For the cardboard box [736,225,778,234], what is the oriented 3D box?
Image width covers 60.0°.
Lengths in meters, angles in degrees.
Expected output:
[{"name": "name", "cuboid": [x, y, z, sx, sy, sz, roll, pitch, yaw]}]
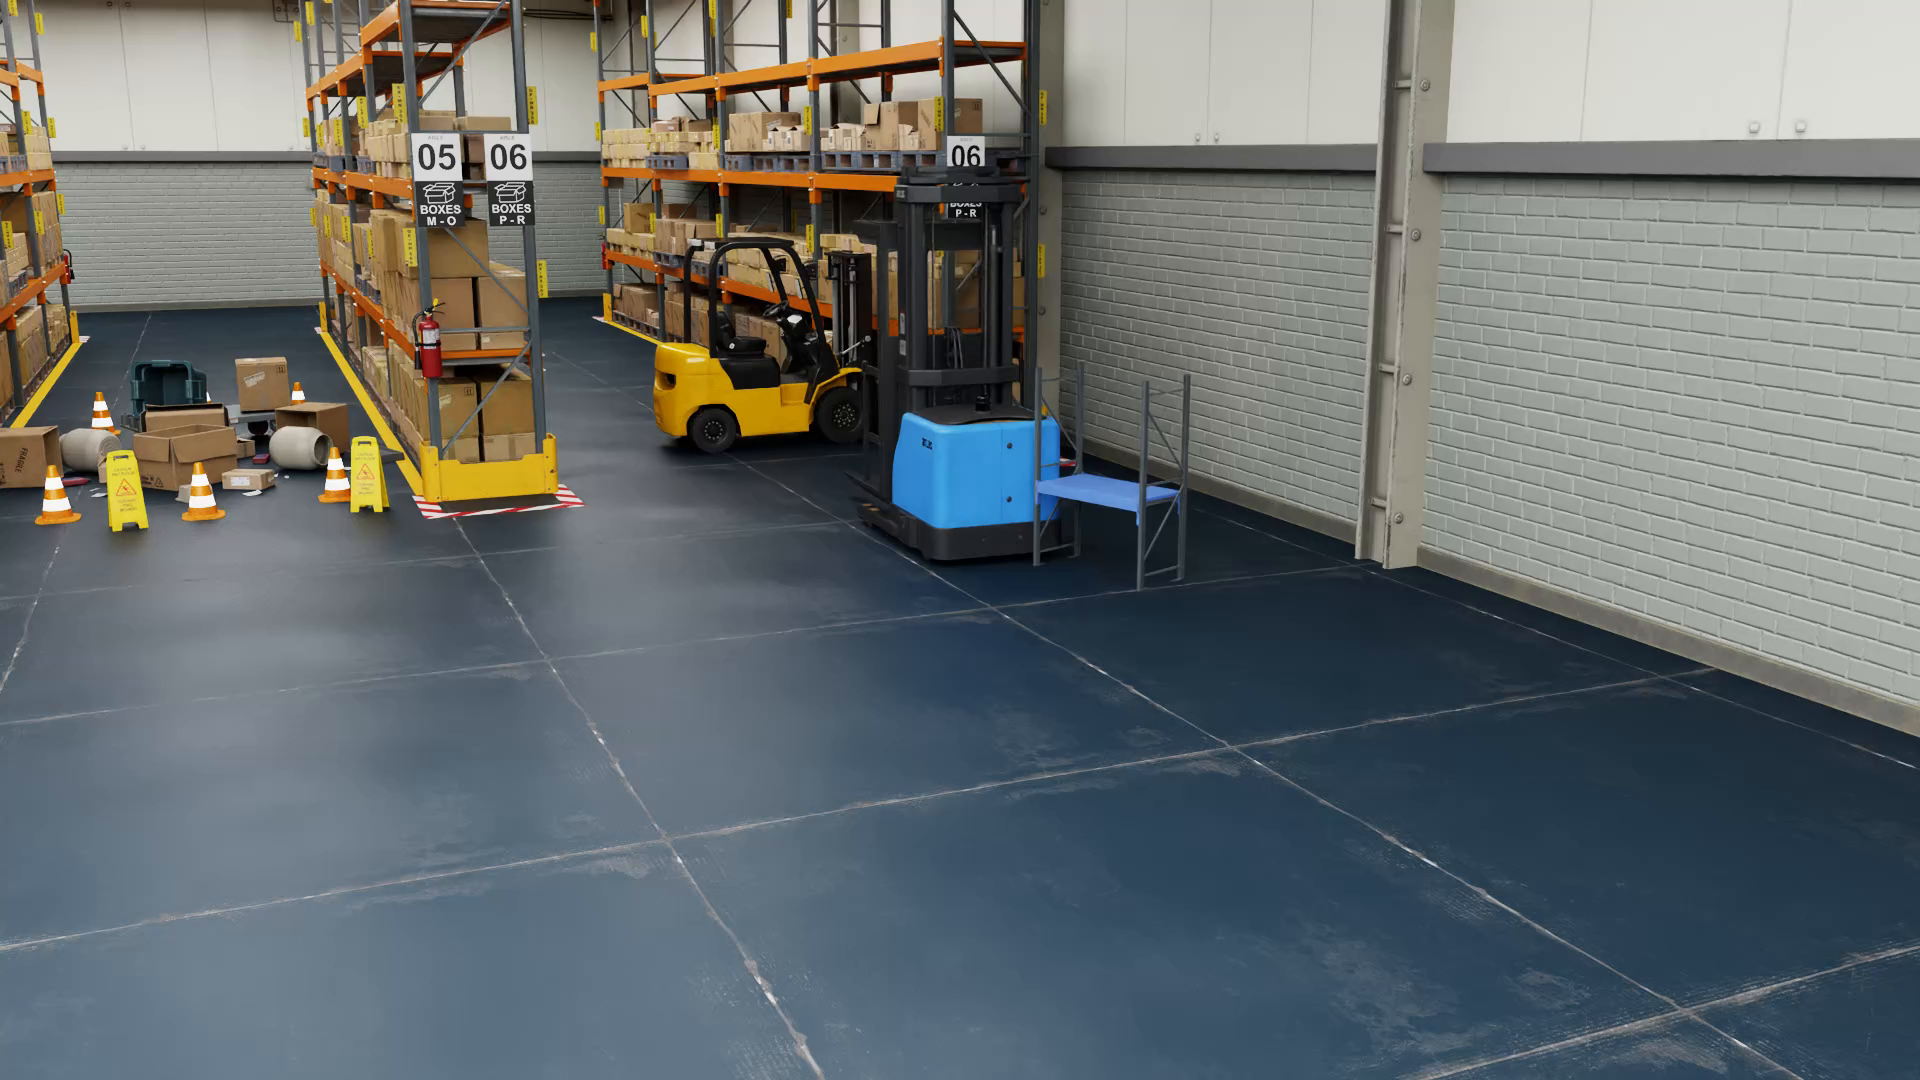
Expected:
[{"name": "cardboard box", "cuboid": [-2.967, -4.340, 24.314, 0.500, 0.500, 0.500, -5, 14, -20]}]

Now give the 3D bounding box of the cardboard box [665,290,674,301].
[{"name": "cardboard box", "cuboid": [-4.606, -3.997, 27.160, 0.380, 0.149, 0.250, -5, 14, -20]}]

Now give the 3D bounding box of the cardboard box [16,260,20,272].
[{"name": "cardboard box", "cuboid": [-12.682, -3.624, 22.003, 0.380, 0.149, 0.250, -5, 14, -21]}]

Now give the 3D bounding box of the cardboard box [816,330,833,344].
[{"name": "cardboard box", "cuboid": [-1.395, -2.363, 19.877, 0.500, 0.250, 0.500, -6, 14, -24]}]

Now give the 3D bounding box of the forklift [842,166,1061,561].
[{"name": "forklift", "cuboid": [-0.223, -1.560, 13.610, 1.130, 2.935, 3.031, -5, 14, -20]}]

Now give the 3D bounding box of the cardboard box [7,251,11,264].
[{"name": "cardboard box", "cuboid": [-12.376, -3.608, 21.273, 0.380, 0.149, 0.250, -6, 14, -23]}]

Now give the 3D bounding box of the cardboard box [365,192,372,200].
[{"name": "cardboard box", "cuboid": [-9.059, -5.335, 25.891, 0.380, 0.149, 0.250, -5, 14, -22]}]

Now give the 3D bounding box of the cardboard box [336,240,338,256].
[{"name": "cardboard box", "cuboid": [-8.900, -4.292, 24.486, 0.500, 0.250, 0.500, -5, 14, -22]}]

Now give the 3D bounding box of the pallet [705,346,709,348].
[{"name": "pallet", "cuboid": [-3.168, -2.765, 24.848, 1.003, 0.211, 1.213, -6, 14, -23]}]

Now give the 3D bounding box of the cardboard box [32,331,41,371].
[{"name": "cardboard box", "cuboid": [-12.614, -2.519, 22.215, 0.500, 0.500, 0.500, -6, 14, -24]}]

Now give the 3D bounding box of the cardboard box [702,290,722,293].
[{"name": "cardboard box", "cuboid": [-3.984, -3.991, 27.136, 0.380, 0.149, 0.250, -6, 14, -23]}]

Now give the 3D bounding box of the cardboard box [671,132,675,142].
[{"name": "cardboard box", "cuboid": [-4.209, -6.168, 25.460, 0.380, 0.149, 0.250, -6, 14, -23]}]

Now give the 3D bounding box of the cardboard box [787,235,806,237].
[{"name": "cardboard box", "cuboid": [-2.137, -4.073, 22.656, 0.380, 0.149, 0.250, -6, 14, -23]}]

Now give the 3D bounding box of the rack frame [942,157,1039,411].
[{"name": "rack frame", "cuboid": [0.301, -2.313, 16.711, 1.000, 3.000, 0.127, -6, 14, -23]}]

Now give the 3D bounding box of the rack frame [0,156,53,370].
[{"name": "rack frame", "cuboid": [-13.548, -3.875, 23.461, 1.000, 3.000, 0.127, -6, 14, -23]}]

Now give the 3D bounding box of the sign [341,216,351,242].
[{"name": "sign", "cuboid": [-7.958, -4.030, 21.562, 0.100, 0.325, 0.005, -6, 14, -23]}]

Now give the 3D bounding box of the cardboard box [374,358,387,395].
[{"name": "cardboard box", "cuboid": [-6.632, -2.014, 20.318, 0.950, 0.372, 0.625, -5, 14, -21]}]

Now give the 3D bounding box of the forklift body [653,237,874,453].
[{"name": "forklift body", "cuboid": [-2.130, -2.126, 17.788, 2.313, 2.155, 1.214, -6, 14, -23]}]

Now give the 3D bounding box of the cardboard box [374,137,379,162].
[{"name": "cardboard box", "cuboid": [-5.708, -4.002, 17.030, 0.500, 0.250, 0.500, -6, 14, -23]}]

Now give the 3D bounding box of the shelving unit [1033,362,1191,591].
[{"name": "shelving unit", "cuboid": [1.094, -0.489, 12.157, 0.538, 1.500, 1.048, -12, 18, -42]}]

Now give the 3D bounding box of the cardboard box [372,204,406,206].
[{"name": "cardboard box", "cuboid": [-8.430, -4.703, 24.599, 0.500, 0.500, 0.500, -5, 14, -22]}]

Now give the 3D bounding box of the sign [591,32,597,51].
[{"name": "sign", "cuboid": [-6.606, -8.986, 29.991, 0.100, 0.325, 0.005, -6, 14, -23]}]

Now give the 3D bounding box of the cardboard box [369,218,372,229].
[{"name": "cardboard box", "cuboid": [-6.659, -3.675, 19.346, 0.380, 0.149, 0.250, -6, 14, -25]}]

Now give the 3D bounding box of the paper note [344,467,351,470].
[{"name": "paper note", "cuboid": [-6.051, -0.710, 16.368, 0.142, 0.019, 0.148, -12, 18, -42]}]

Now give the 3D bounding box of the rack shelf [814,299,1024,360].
[{"name": "rack shelf", "cuboid": [-0.500, -2.376, 18.578, 1.077, 0.370, 4.000, -6, 14, -23]}]

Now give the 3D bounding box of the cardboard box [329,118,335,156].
[{"name": "cardboard box", "cuboid": [-8.422, -5.569, 22.975, 0.500, 0.500, 0.500, -5, 14, -22]}]

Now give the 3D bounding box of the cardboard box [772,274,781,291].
[{"name": "cardboard box", "cuboid": [-2.120, -3.355, 21.548, 0.500, 0.250, 0.500, -6, 14, -23]}]

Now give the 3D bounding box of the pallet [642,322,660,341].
[{"name": "pallet", "cuboid": [-4.780, -3.576, 28.351, 1.003, 0.211, 1.213, -6, 14, -23]}]

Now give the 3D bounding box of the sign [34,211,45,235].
[{"name": "sign", "cuboid": [-13.041, -4.490, 23.550, 0.100, 0.325, 0.005, -6, 14, -23]}]

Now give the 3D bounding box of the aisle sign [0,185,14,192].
[{"name": "aisle sign", "cuboid": [-15.454, -5.956, 26.686, 0.394, 0.787, 0.004, -6, 14, -23]}]

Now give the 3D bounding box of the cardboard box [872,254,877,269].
[{"name": "cardboard box", "cuboid": [-0.814, -3.093, 18.422, 0.380, 0.149, 0.250, -6, 14, -24]}]

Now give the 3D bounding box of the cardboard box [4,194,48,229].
[{"name": "cardboard box", "cuboid": [-13.900, -4.884, 24.720, 0.500, 0.500, 0.500, -5, 14, -22]}]

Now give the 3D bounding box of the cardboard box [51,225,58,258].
[{"name": "cardboard box", "cuboid": [-14.321, -4.615, 25.775, 0.500, 0.500, 0.500, -6, 14, -23]}]

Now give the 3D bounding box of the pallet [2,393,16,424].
[{"name": "pallet", "cuboid": [-11.699, -1.520, 19.471, 1.003, 0.211, 1.213, -6, 14, -23]}]

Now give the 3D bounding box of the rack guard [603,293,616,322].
[{"name": "rack guard", "cuboid": [-6.078, -4.385, 31.208, 1.175, 0.500, 0.348, -6, 14, -23]}]

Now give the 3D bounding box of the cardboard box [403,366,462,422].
[{"name": "cardboard box", "cuboid": [-5.213, -1.449, 16.480, 0.500, 0.500, 0.500, -6, 14, -24]}]

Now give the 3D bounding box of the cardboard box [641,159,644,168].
[{"name": "cardboard box", "cuboid": [-5.116, -6.286, 27.782, 0.380, 0.149, 0.250, -5, 14, -21]}]

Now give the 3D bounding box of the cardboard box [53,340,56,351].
[{"name": "cardboard box", "cuboid": [-13.506, -2.850, 24.423, 0.380, 0.149, 0.250, -5, 14, -21]}]

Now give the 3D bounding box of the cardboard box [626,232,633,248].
[{"name": "cardboard box", "cuboid": [-5.541, -5.260, 29.118, 0.500, 0.250, 0.500, -6, 14, -24]}]

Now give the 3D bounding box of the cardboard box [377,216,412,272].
[{"name": "cardboard box", "cuboid": [-5.145, -2.832, 15.854, 0.700, 0.500, 0.500, -6, 14, -24]}]

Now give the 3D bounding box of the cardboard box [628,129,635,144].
[{"name": "cardboard box", "cuboid": [-5.335, -6.861, 28.274, 0.500, 0.250, 0.500, -5, 14, -22]}]

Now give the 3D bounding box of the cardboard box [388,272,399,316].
[{"name": "cardboard box", "cuboid": [-5.516, -2.561, 16.903, 0.500, 0.500, 0.500, -6, 14, -23]}]

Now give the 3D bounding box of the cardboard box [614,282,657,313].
[{"name": "cardboard box", "cuboid": [-5.950, -4.472, 30.645, 0.797, 0.503, 0.637, -6, 14, -25]}]

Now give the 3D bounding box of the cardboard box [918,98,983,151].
[{"name": "cardboard box", "cuboid": [-0.100, -4.146, 16.603, 0.500, 0.500, 0.500, -5, 14, -21]}]

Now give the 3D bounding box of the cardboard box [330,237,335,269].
[{"name": "cardboard box", "cuboid": [-9.473, -4.465, 25.786, 0.500, 0.500, 0.500, -5, 14, -22]}]

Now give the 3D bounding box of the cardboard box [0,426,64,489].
[{"name": "cardboard box", "cuboid": [-8.781, -0.778, 15.616, 0.500, 0.500, 0.500, -3, 13, -13]}]

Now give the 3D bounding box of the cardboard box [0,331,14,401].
[{"name": "cardboard box", "cuboid": [-11.784, -2.023, 19.518, 1.050, 0.750, 0.750, -6, 14, -24]}]

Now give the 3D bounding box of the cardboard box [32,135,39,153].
[{"name": "cardboard box", "cuboid": [-13.905, -5.837, 24.507, 0.500, 0.250, 0.500, -5, 14, -22]}]

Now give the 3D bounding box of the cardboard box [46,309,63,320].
[{"name": "cardboard box", "cuboid": [-14.233, -3.512, 25.962, 0.380, 0.149, 0.250, -5, 14, -21]}]

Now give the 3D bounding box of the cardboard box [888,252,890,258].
[{"name": "cardboard box", "cuboid": [-0.639, -3.132, 17.931, 0.380, 0.149, 0.250, -5, 14, -22]}]

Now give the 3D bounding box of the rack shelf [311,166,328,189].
[{"name": "rack shelf", "cuboid": [-9.854, -5.867, 27.011, 1.077, 0.370, 4.000, -6, 14, -23]}]

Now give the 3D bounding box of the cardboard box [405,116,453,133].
[{"name": "cardboard box", "cuboid": [-4.652, -3.635, 14.557, 0.380, 0.149, 0.250, -5, 14, -22]}]

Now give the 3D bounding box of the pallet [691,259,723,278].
[{"name": "pallet", "cuboid": [-3.240, -4.006, 24.452, 1.213, 0.211, 1.003, -6, 14, -23]}]

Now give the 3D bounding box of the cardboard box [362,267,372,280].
[{"name": "cardboard box", "cuboid": [-7.249, -3.334, 20.749, 0.380, 0.149, 0.250, -6, 14, -23]}]
